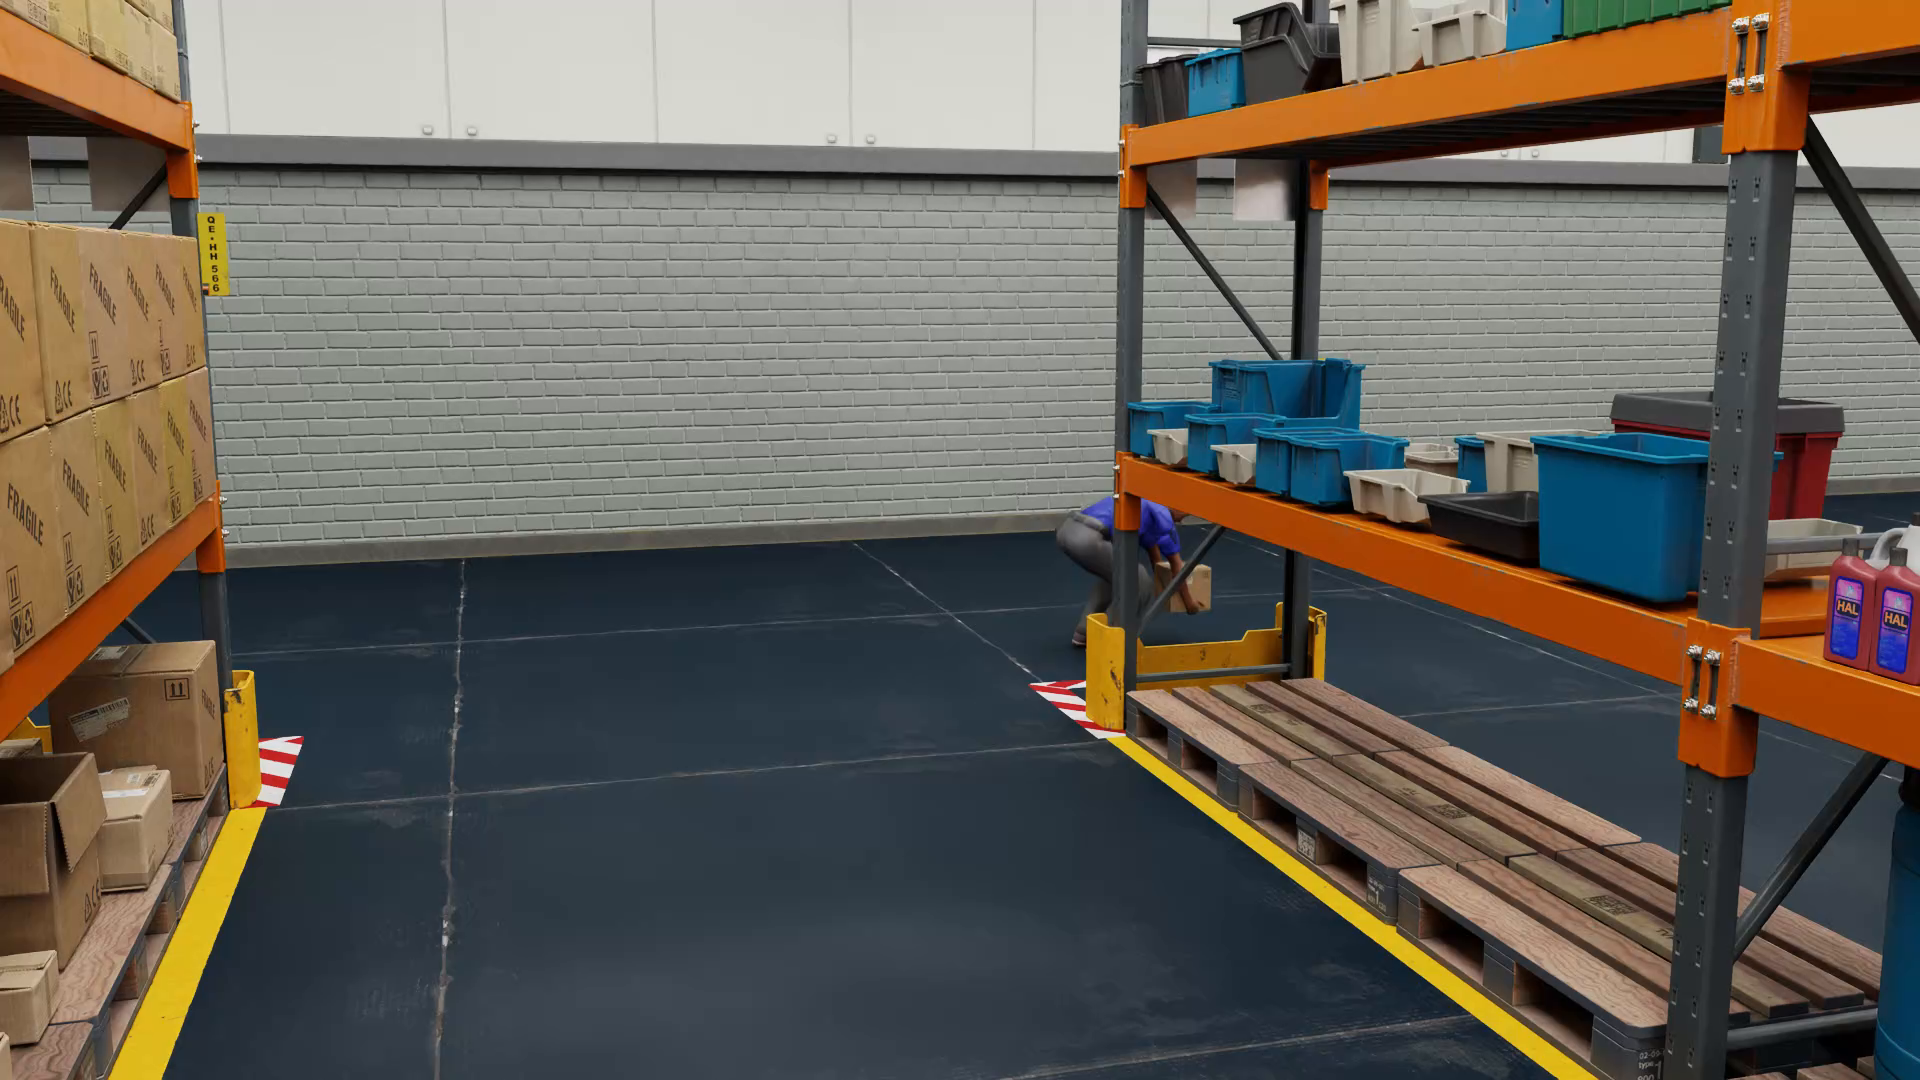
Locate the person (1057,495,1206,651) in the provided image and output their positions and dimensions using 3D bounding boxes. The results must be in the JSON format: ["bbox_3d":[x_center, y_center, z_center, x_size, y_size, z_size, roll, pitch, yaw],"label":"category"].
[{"bbox_3d":[0.975,0.160,9.596,0.859,0.957,0.469,-3,10,-19],"label":"person"}]
